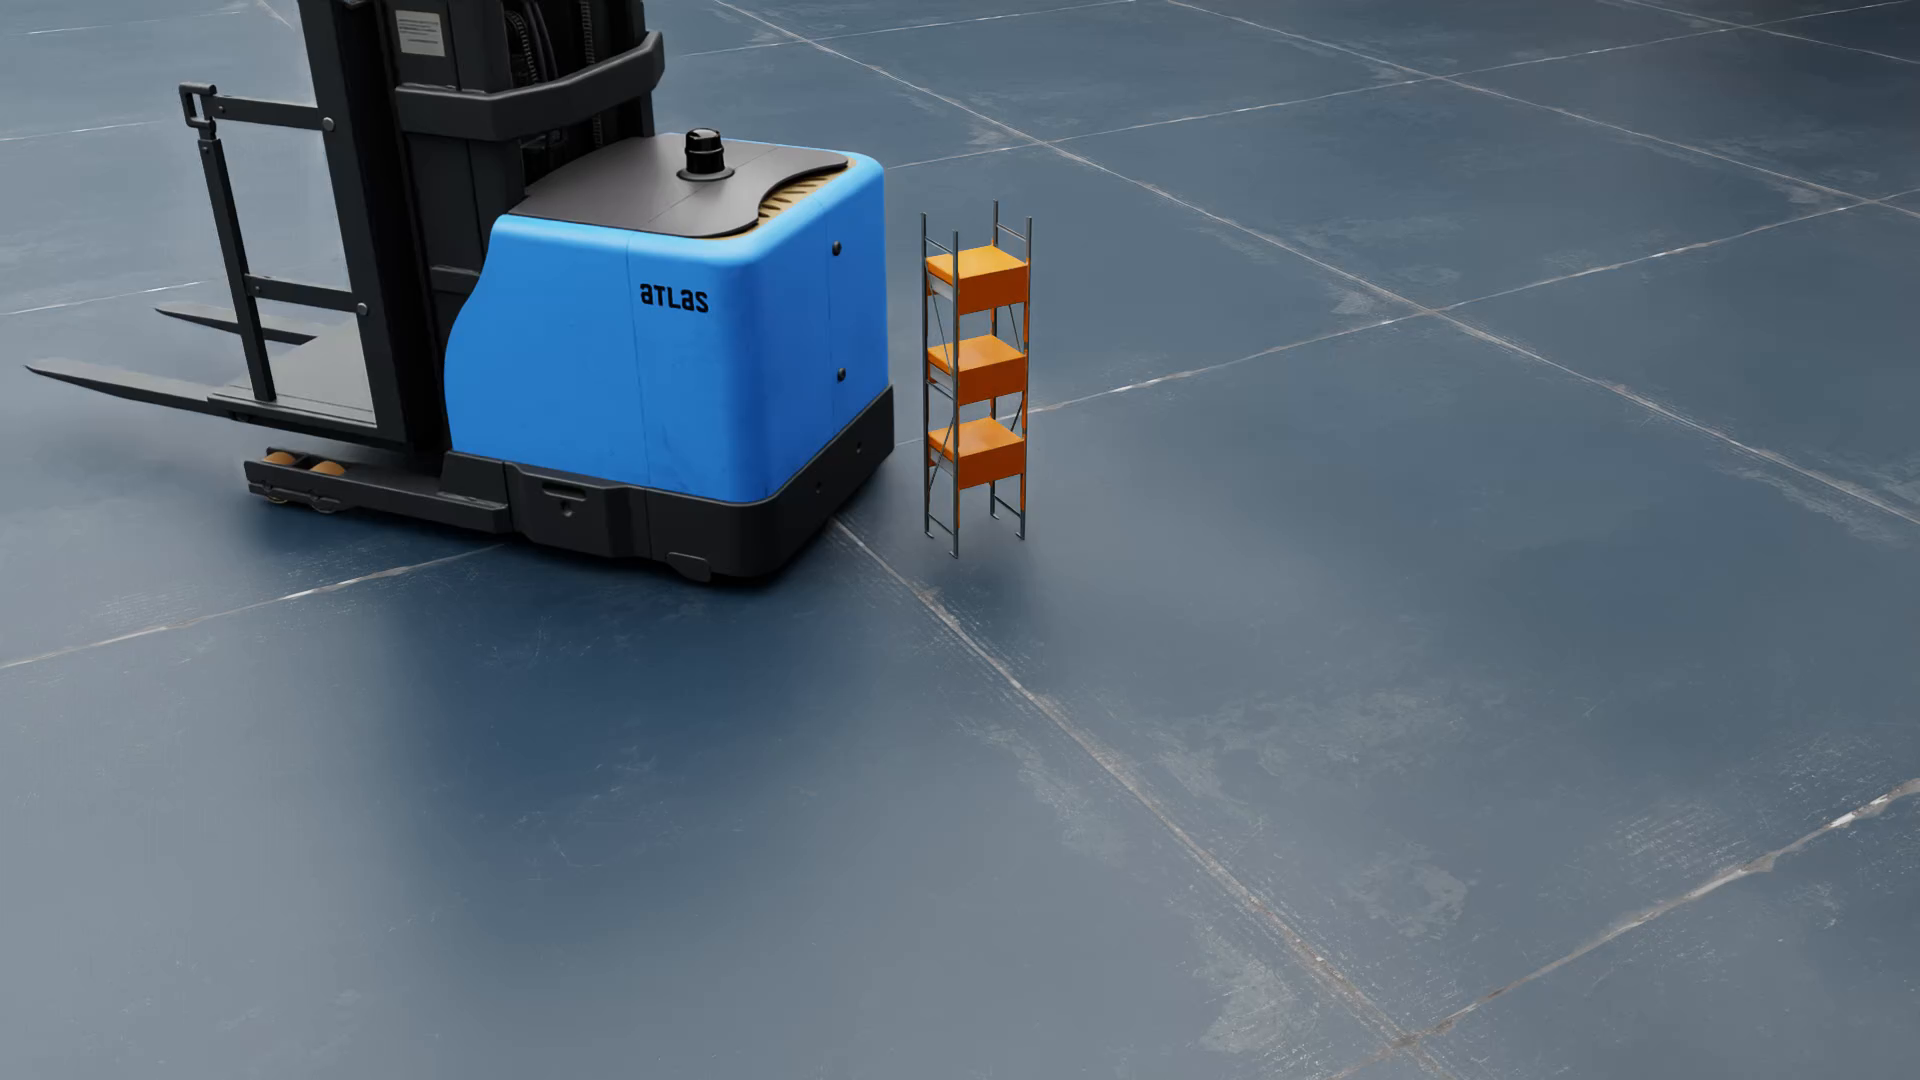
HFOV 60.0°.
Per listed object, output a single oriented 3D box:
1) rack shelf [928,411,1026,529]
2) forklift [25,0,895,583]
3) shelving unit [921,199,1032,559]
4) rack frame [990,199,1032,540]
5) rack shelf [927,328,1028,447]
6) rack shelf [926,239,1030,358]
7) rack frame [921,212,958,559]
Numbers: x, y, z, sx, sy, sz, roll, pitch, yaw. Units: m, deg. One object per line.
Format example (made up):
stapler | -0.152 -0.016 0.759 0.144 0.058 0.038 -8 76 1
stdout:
rack shelf | 0.046 -0.220 5.159 0.240 0.259 0.215 -16 33 -26
forklift | -1.794 -1.594 5.105 3.031 2.935 1.130 11 31 18
shelving unit | 0.046 -0.473 5.020 0.252 1.050 0.215 -16 33 -26
rack frame | 0.151 -0.503 5.074 0.008 1.050 0.200 -16 33 -26
rack shelf | 0.046 -0.463 5.025 0.240 0.259 0.215 -16 33 -26
rack shelf | 0.046 -0.712 4.888 0.240 0.259 0.215 -16 33 -26
rack frame | -0.059 -0.443 4.966 0.008 1.050 0.200 -16 33 -26
